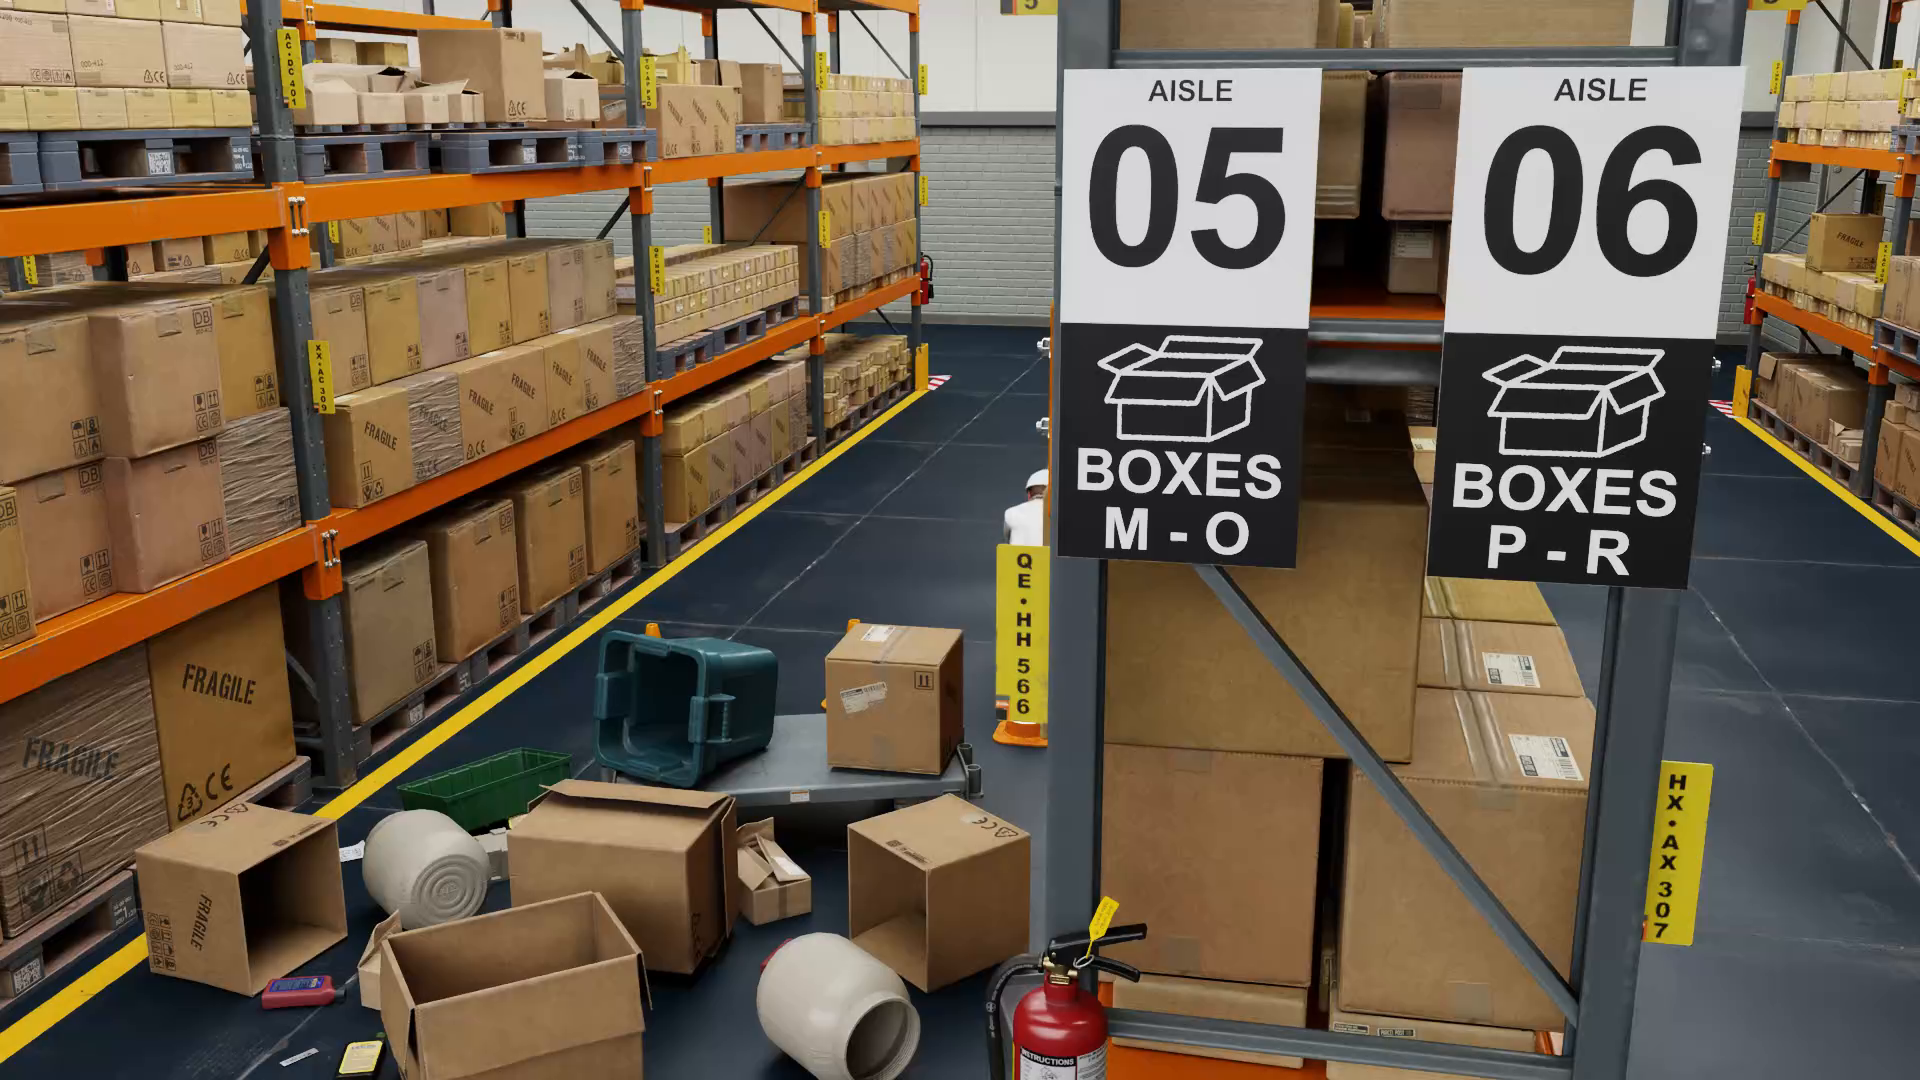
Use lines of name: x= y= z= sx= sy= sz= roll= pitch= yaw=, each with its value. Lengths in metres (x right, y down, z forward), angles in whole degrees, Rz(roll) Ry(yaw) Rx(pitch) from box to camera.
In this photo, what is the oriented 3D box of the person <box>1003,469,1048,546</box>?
person: x=0.511 y=0.132 z=9.996 sx=0.526 sy=1.010 sz=0.873 roll=3 pitch=15 yaw=11
